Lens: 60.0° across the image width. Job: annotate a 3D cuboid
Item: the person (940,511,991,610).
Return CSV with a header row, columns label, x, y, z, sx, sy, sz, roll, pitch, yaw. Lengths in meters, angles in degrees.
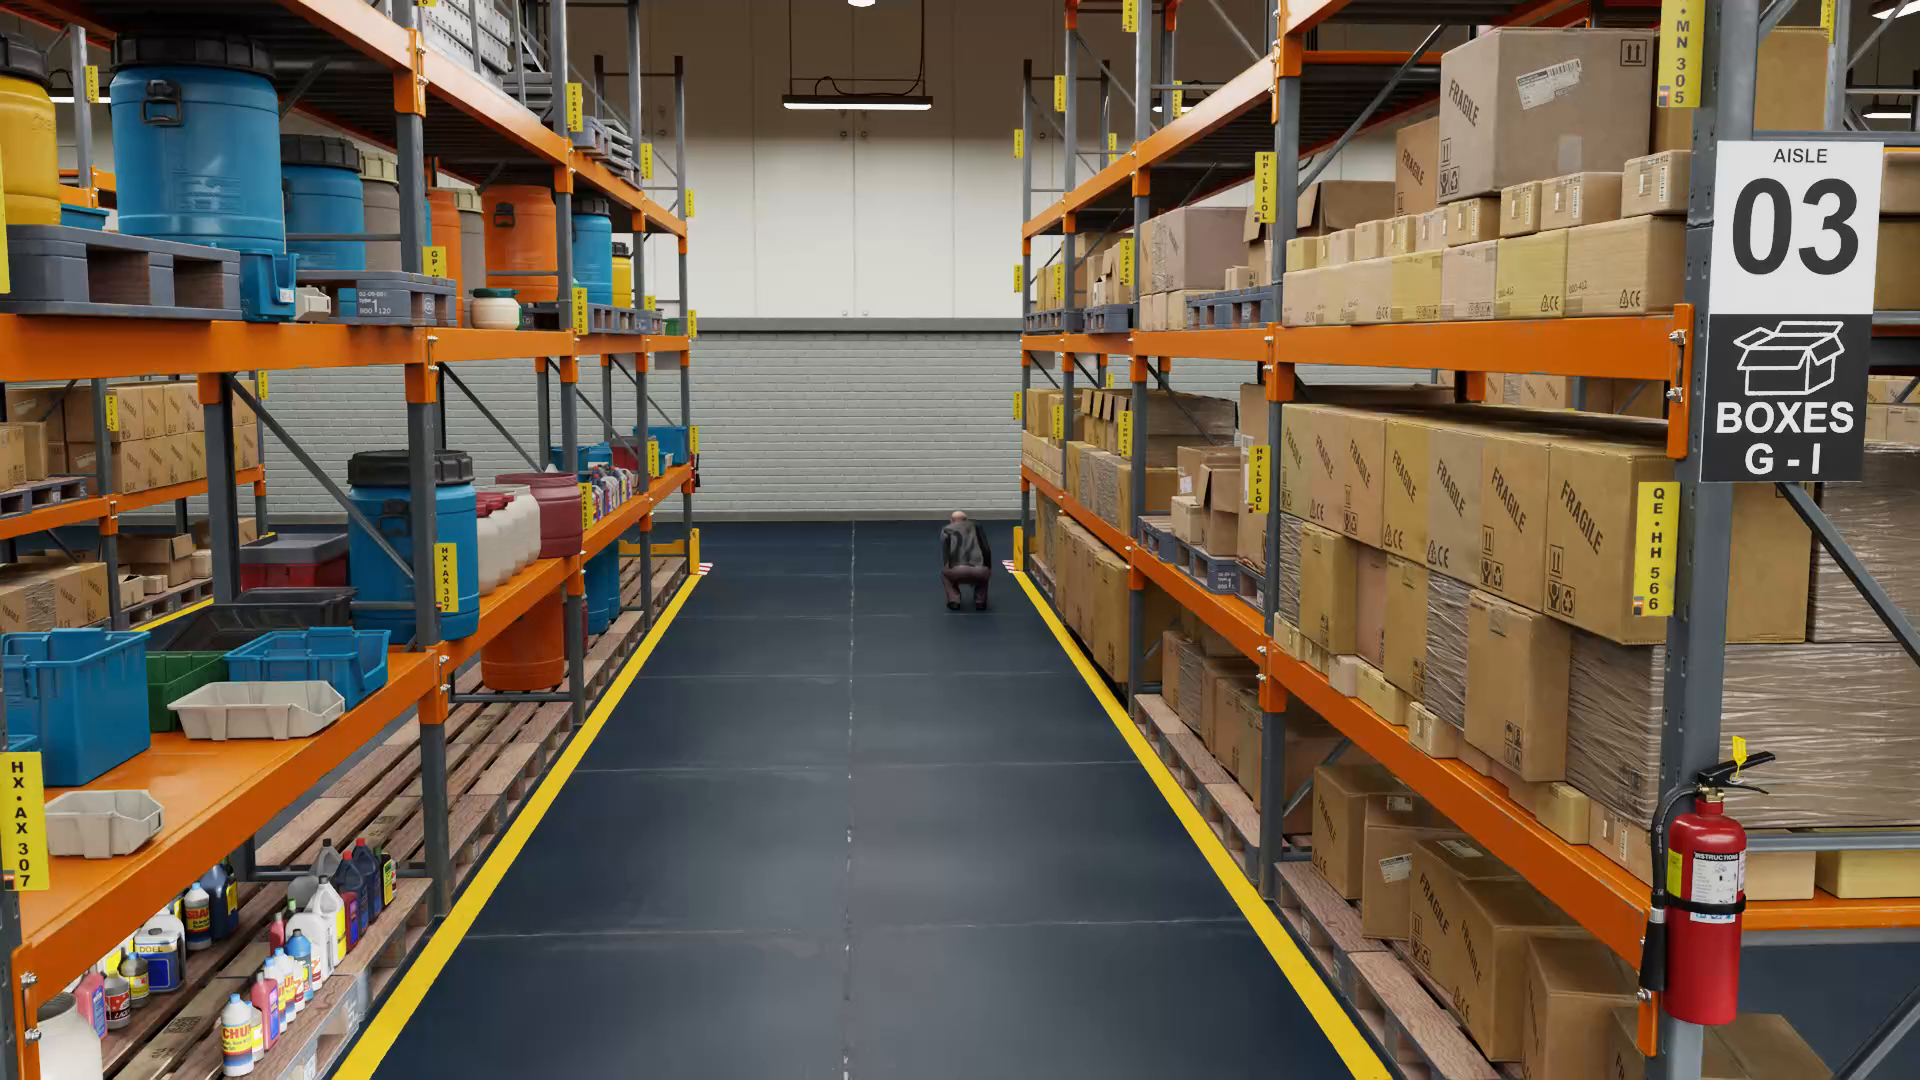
label,x,y,z,sx,sy,sz,roll,pitch,yaw
person,0.057,0.211,17.304,0.519,0.972,0.857,-1,7,-5
